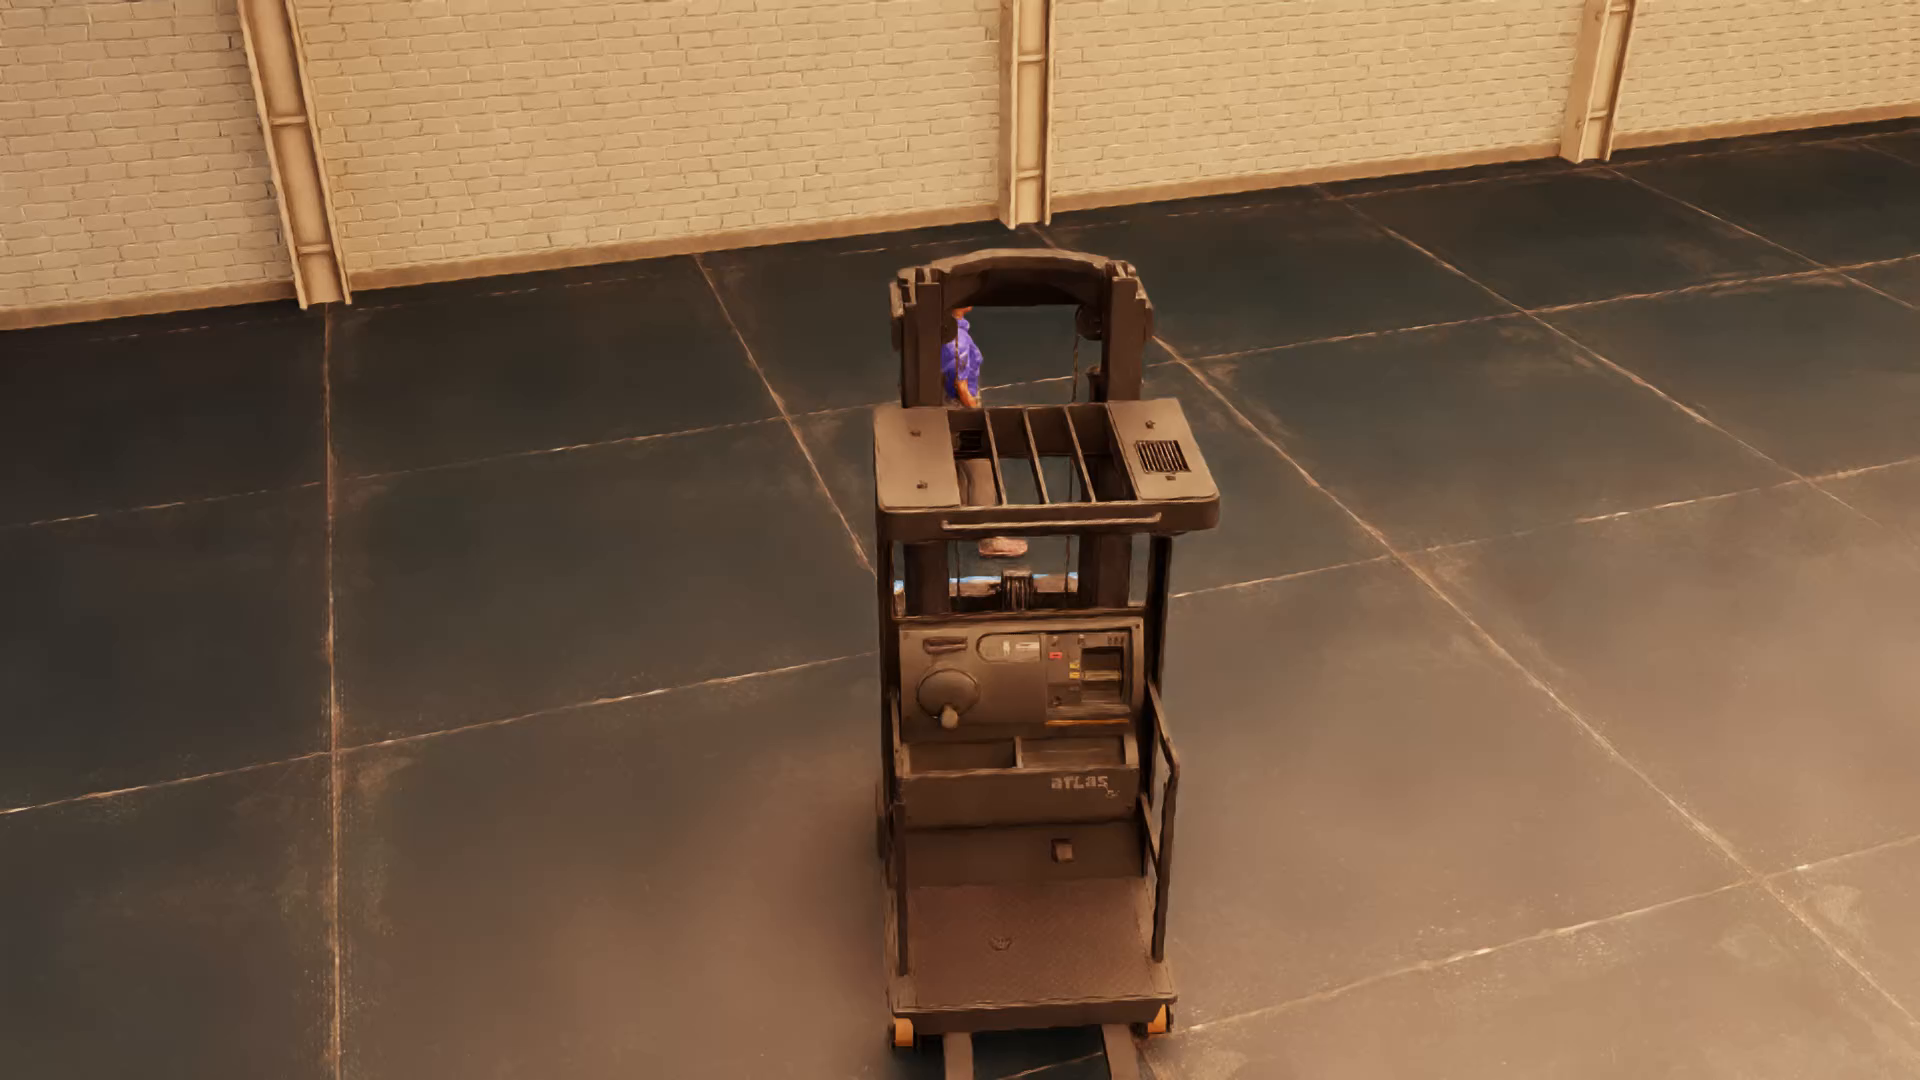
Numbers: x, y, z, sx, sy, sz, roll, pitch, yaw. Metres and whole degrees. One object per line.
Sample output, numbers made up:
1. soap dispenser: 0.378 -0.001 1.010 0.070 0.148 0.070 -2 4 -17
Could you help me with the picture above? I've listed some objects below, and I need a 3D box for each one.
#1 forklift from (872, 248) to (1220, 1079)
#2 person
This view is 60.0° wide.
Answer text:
1. forklift: 0.254 0.553 6.126 1.130 2.935 3.031 -2 30 -4
2. person: 0.089 -0.728 9.618 0.503 1.654 0.570 -10 31 -16
